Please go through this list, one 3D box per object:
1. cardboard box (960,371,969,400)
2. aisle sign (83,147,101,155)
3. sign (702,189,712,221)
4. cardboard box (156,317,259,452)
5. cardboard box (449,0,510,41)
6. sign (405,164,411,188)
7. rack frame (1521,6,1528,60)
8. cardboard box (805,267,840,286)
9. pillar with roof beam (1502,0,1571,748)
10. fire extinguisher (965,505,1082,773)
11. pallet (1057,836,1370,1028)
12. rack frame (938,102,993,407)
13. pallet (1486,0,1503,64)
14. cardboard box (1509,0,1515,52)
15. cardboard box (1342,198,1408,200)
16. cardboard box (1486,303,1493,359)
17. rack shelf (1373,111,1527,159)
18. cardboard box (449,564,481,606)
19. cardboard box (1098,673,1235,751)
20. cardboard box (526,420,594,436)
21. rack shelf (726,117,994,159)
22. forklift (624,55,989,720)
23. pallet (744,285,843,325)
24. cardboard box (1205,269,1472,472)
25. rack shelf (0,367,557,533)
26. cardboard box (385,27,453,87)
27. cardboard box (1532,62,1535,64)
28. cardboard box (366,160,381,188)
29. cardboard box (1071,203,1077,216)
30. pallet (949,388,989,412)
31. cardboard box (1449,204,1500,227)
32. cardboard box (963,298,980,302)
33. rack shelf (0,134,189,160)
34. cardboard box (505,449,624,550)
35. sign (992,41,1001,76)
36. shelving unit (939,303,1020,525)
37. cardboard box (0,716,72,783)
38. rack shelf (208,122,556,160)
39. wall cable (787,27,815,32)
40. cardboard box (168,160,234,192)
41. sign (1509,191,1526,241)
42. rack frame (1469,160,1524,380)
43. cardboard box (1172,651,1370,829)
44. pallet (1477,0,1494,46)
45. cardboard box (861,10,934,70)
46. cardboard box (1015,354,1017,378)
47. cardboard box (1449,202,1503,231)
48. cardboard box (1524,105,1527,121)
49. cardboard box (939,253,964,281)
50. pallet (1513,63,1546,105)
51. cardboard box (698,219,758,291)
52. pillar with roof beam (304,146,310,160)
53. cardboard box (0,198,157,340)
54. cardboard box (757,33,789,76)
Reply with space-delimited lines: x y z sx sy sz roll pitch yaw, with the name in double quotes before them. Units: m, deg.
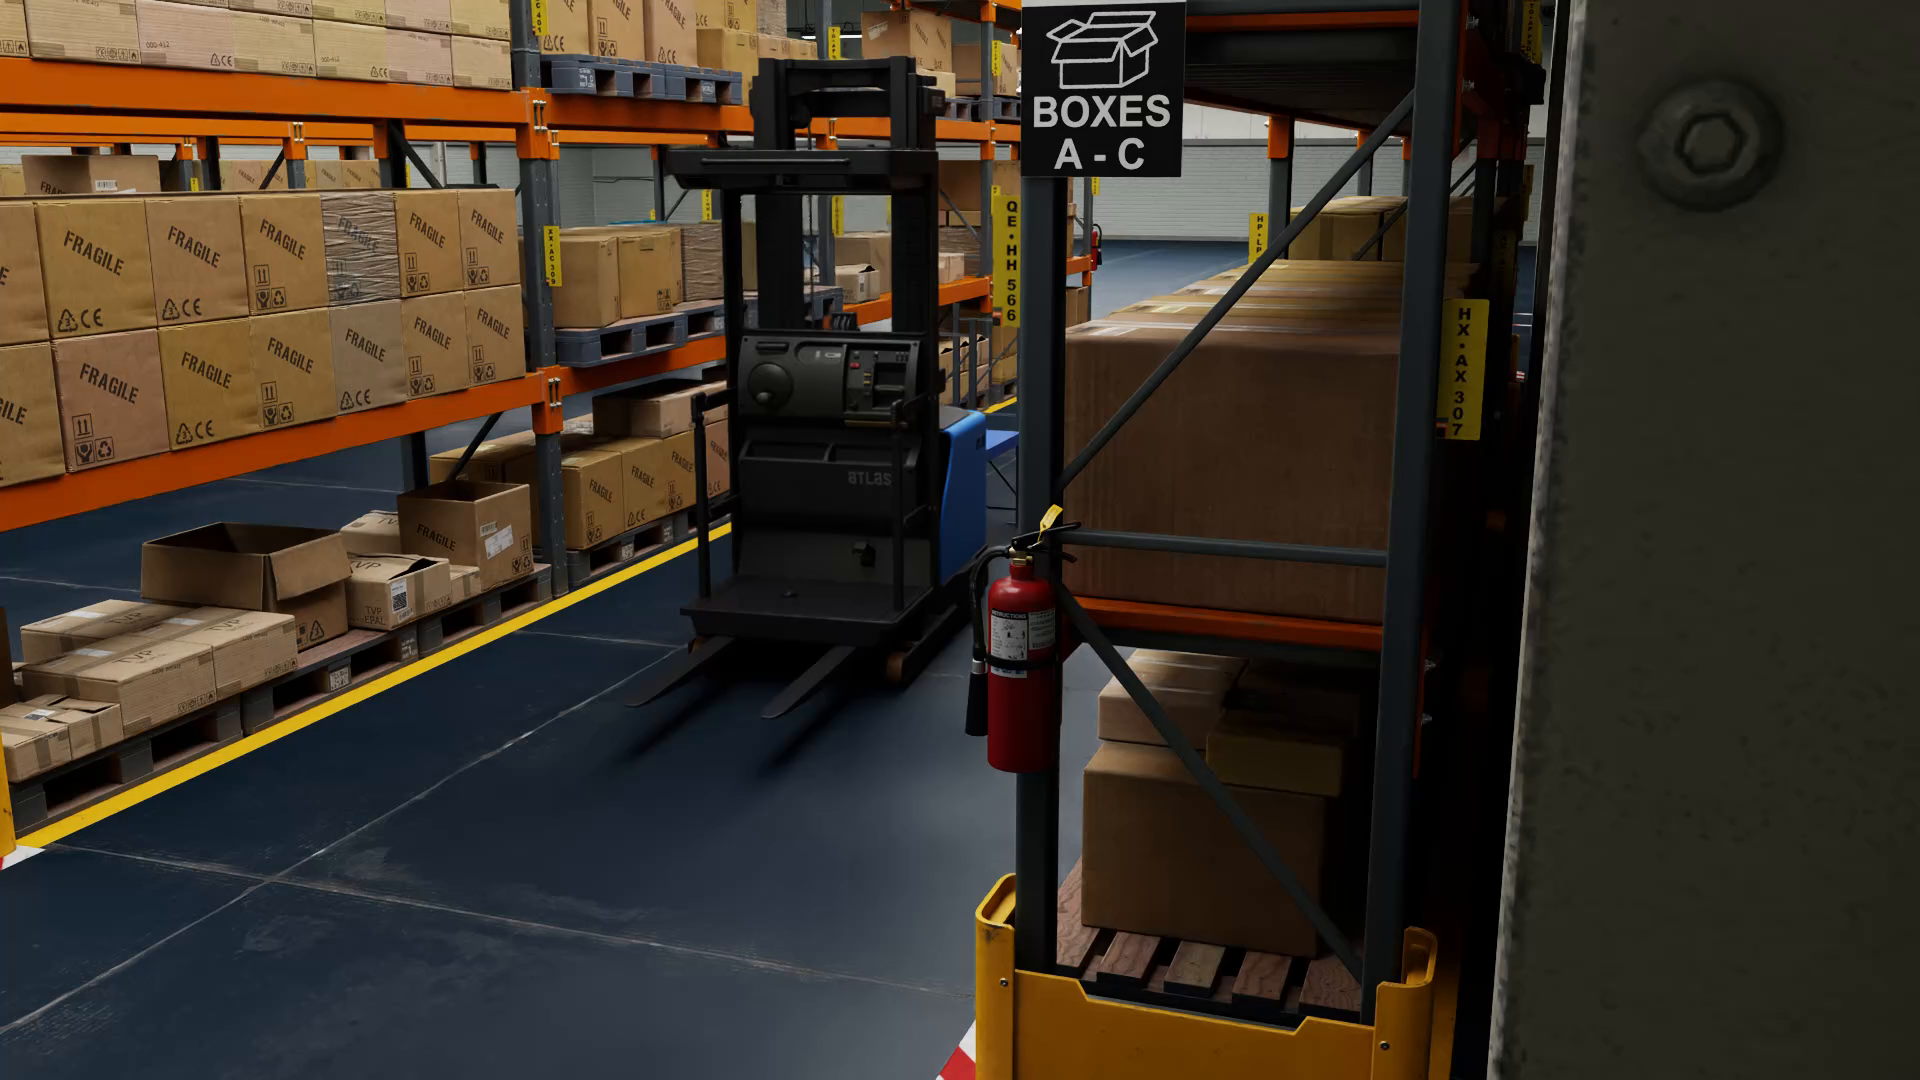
"cardboard box" -0.191 -1.507 16.086 0.500 0.250 0.500 4 13 18
"aisle sign" -13.165 -6.096 25.114 0.394 0.787 0.004 4 14 18
"sign" -1.986 -2.619 13.120 0.100 0.325 0.005 4 14 18
"cardboard box" -3.329 -0.669 6.952 0.500 0.500 0.500 4 14 18
"cardboard box" -2.655 -2.684 8.480 0.500 0.250 0.500 4 14 18
"sign" -7.725 -5.088 23.227 0.100 0.325 0.005 4 14 18
"rack frame" 4.522 -5.426 14.540 1.000 3.000 0.127 4 14 18
"cardboard box" -1.301 -2.045 13.408 0.500 0.311 0.500 5 14 22
"pillar with roof beam" -1.547 -3.842 7.599 9.100 9.000 0.400 4 14 18
"fire extinguisher" 0.154 0.243 4.194 0.296 0.674 0.183 4 14 18
"pallet" 0.824 1.210 5.210 1.003 0.211 1.213 4 14 18
"rack frame" -0.166 -2.858 16.767 1.000 3.000 0.127 4 14 18
"pallet" 1.659 -2.065 6.752 1.003 0.211 1.213 4 14 18
"cardboard box" 3.004 -3.164 10.153 0.700 0.500 0.500 4 13 15
"cardboard box" 2.664 -2.038 10.554 0.500 0.250 0.500 4 14 18
"cardboard box" 2.491 -1.210 8.611 0.500 0.500 0.500 4 14 19
"rack shelf" 3.875 -3.192 13.109 1.077 0.370 4.000 4 14 18
"cardboard box" -2.735 0.226 8.675 0.380 0.149 0.250 4 14 18
"cardboard box" 0.641 0.528 5.150 0.380 0.149 0.250 4 14 18
"cardboard box" -2.535 -0.503 11.077 0.500 0.500 0.500 5 14 19
"rack shelf" -0.813 -3.548 14.668 1.077 0.370 4.000 4 14 18
"forklift" -0.704 -0.828 8.028 1.130 2.935 3.031 3 13 14
"pallet" -1.613 -1.774 12.451 1.213 0.211 1.003 4 14 18
"cardboard box" 1.502 -0.697 6.627 0.980 0.700 0.700 4 13 17
"rack shelf" -3.402 -0.401 7.622 1.077 0.370 4.000 4 14 18
"cardboard box" -2.832 -2.336 8.079 0.500 0.250 0.500 4 14 18
"cardboard box" 5.758 -5.127 17.452 0.500 0.500 0.500 5 14 22
"cardboard box" -8.188 -4.961 22.844 0.500 0.500 0.500 4 14 18
"cardboard box" 1.185 -3.971 19.961 0.380 0.149 0.250 4 13 17
"pallet" -0.367 -1.340 16.385 1.003 0.211 1.213 4 14 18
"cardboard box" 2.650 -1.681 8.989 0.500 0.250 0.500 4 13 17
"cardboard box" 0.108 -2.411 18.359 0.500 0.500 0.500 4 14 18
"rack shelf" -10.185 -4.262 17.796 1.077 0.370 4.000 4 14 18
"cardboard box" -2.367 -0.253 9.985 0.500 0.500 0.500 4 13 16
"sign" 0.351 -4.688 16.178 0.100 0.325 0.005 4 14 18
"shelving unit" 0.028 -0.749 10.900 0.538 1.500 1.048 4 14 18
"cardboard box" -3.588 0.781 6.243 0.380 0.149 0.250 4 14 18
"rack shelf" -5.499 -3.906 16.234 1.077 0.370 4.000 4 14 18
"wall cable" -5.998 -17.917 54.671 3.097 2.526 0.112 4 14 18
"cardboard box" -9.152 -4.329 20.074 0.500 0.500 0.500 4 14 18
"sign" 3.754 -2.185 11.217 0.100 0.325 0.005 4 14 18
"rack frame" 5.817 -3.344 18.897 1.000 3.000 0.127 4 14 18
"cardboard box" 1.096 0.673 5.972 0.700 0.500 0.500 4 13 17
"pallet" 1.263 -1.809 5.631 1.003 0.211 1.213 4 14 18
"cardboard box" -0.565 -4.569 15.230 0.500 0.500 0.500 6 14 24
"cardboard box" 0.438 -1.902 17.818 0.500 0.250 0.500 4 14 18
"cardboard box" 2.823 -1.791 9.469 0.500 0.250 0.500 4 13 17
"cardboard box" 5.095 -4.218 15.715 0.500 0.500 0.500 5 14 20
"cardboard box" -0.284 -2.678 16.315 0.500 0.250 0.500 5 14 22
"pallet" 3.070 -2.890 10.594 1.213 0.211 1.003 5 14 21
"cardboard box" -1.557 -2.128 12.402 0.700 0.500 0.500 0 13 -1
"pillar with roof beam" -13.499 -11.807 42.495 9.100 9.000 0.548 4 14 18
"cardboard box" -3.494 -1.052 6.385 0.500 0.500 0.500 5 14 19
"cardboard box" -1.734 -3.325 11.848 0.910 0.500 0.500 4 14 18
